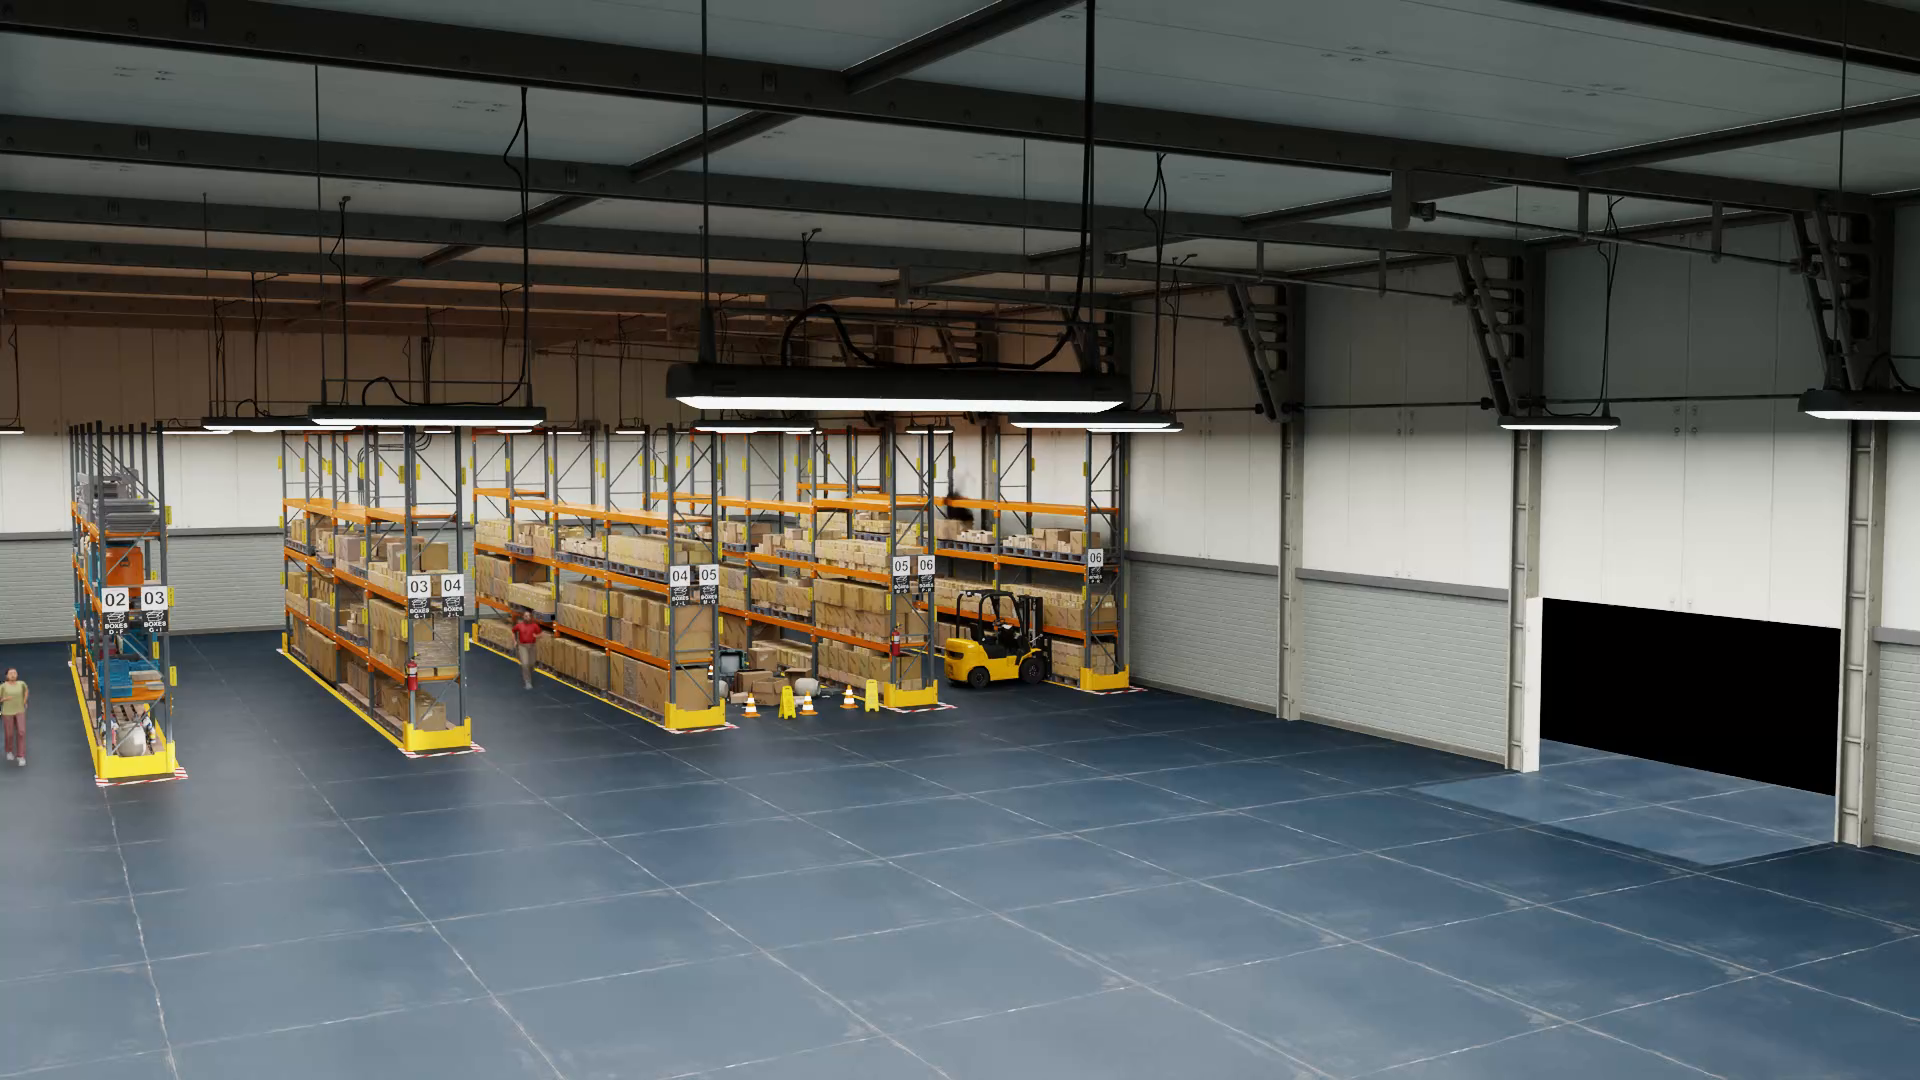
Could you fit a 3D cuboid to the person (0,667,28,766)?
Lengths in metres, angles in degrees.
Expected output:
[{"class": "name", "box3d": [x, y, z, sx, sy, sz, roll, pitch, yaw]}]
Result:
[{"class": "person", "box3d": [-16.553, 3.057, 29.072, 0.570, 1.682, 0.881, -3, 5, -39]}]

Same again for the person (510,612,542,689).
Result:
[{"class": "person", "box3d": [-9.878, 2.494, 37.981, 0.652, 1.719, 0.984, -2, 4, -30]}]
